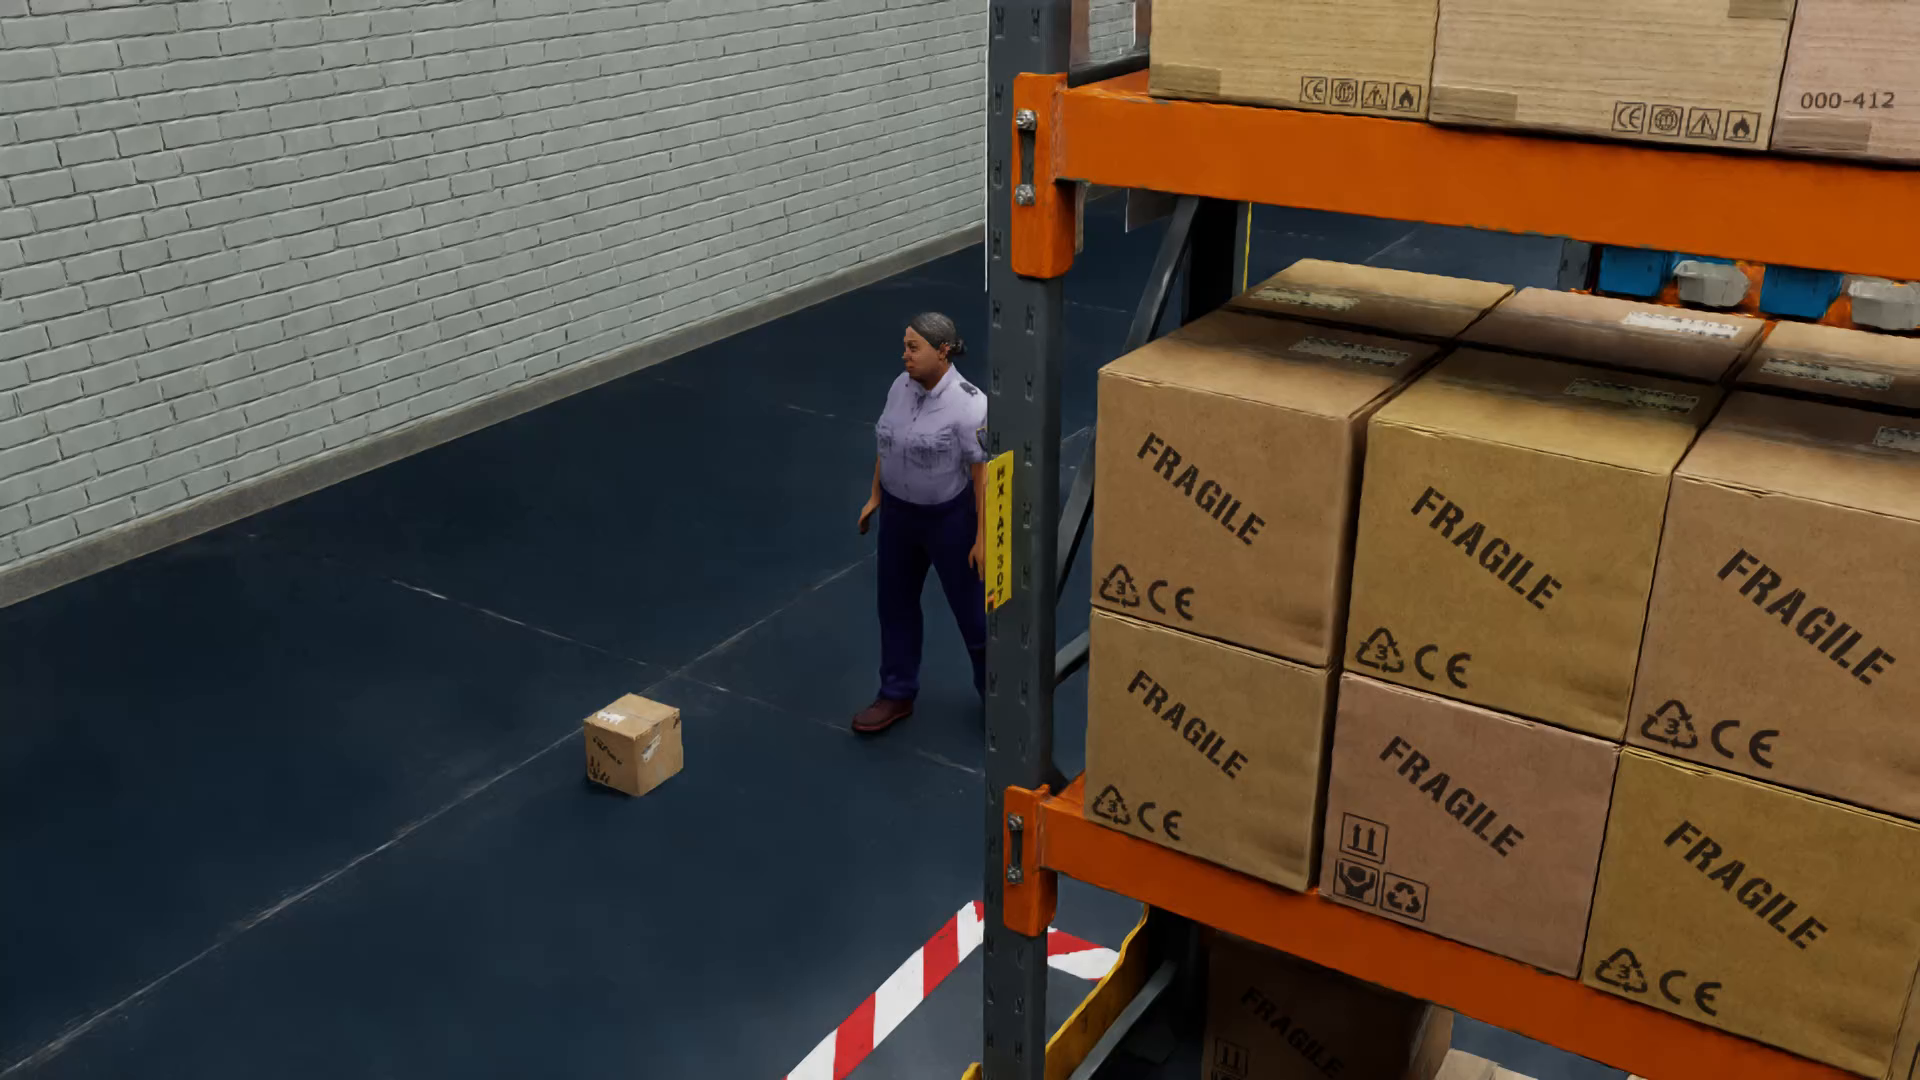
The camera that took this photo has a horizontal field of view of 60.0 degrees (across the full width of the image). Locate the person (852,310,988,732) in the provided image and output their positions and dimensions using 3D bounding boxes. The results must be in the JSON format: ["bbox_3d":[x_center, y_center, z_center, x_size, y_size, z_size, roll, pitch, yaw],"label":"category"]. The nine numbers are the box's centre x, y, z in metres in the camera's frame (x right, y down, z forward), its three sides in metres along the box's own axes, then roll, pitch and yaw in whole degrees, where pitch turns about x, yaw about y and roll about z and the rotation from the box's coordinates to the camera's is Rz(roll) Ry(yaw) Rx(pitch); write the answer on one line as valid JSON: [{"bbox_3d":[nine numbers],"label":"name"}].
[{"bbox_3d":[-0.119,-0.055,6.207,0.664,1.638,0.566,17,29,35],"label":"person"}]
